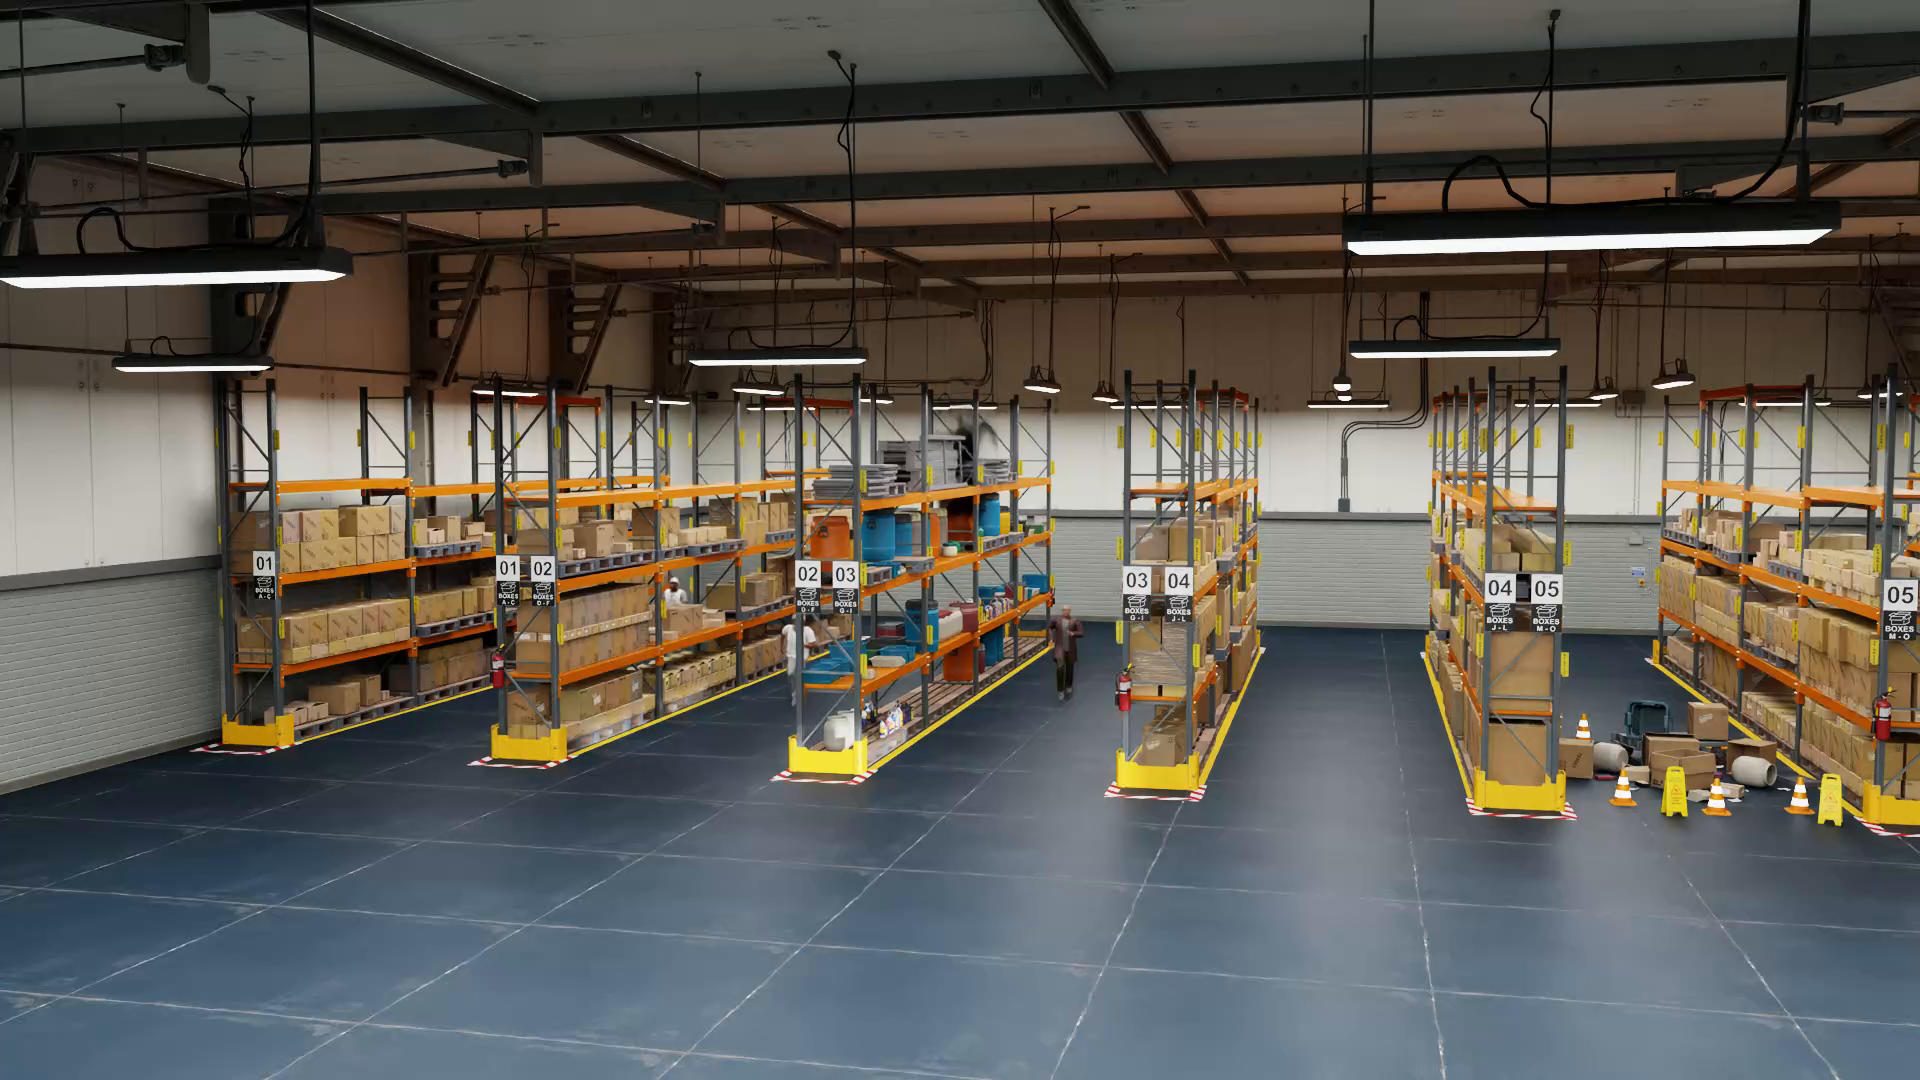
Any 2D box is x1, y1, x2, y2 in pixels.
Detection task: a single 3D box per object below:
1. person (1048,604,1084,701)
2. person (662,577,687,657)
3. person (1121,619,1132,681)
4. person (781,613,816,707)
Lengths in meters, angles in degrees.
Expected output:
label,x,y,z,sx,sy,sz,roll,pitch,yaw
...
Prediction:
label,x,y,z,sx,sy,sz,roll,pitch,yaw
person,2.055,2.163,32.330,0.681,1.836,0.910,0,3,1
person,-6.659,1.790,38.684,0.661,1.847,0.787,0,3,0
person,3.495,2.145,33.698,0.604,1.669,0.893,1,3,10
person,-3.068,2.246,31.427,0.728,1.791,0.840,0,3,6
